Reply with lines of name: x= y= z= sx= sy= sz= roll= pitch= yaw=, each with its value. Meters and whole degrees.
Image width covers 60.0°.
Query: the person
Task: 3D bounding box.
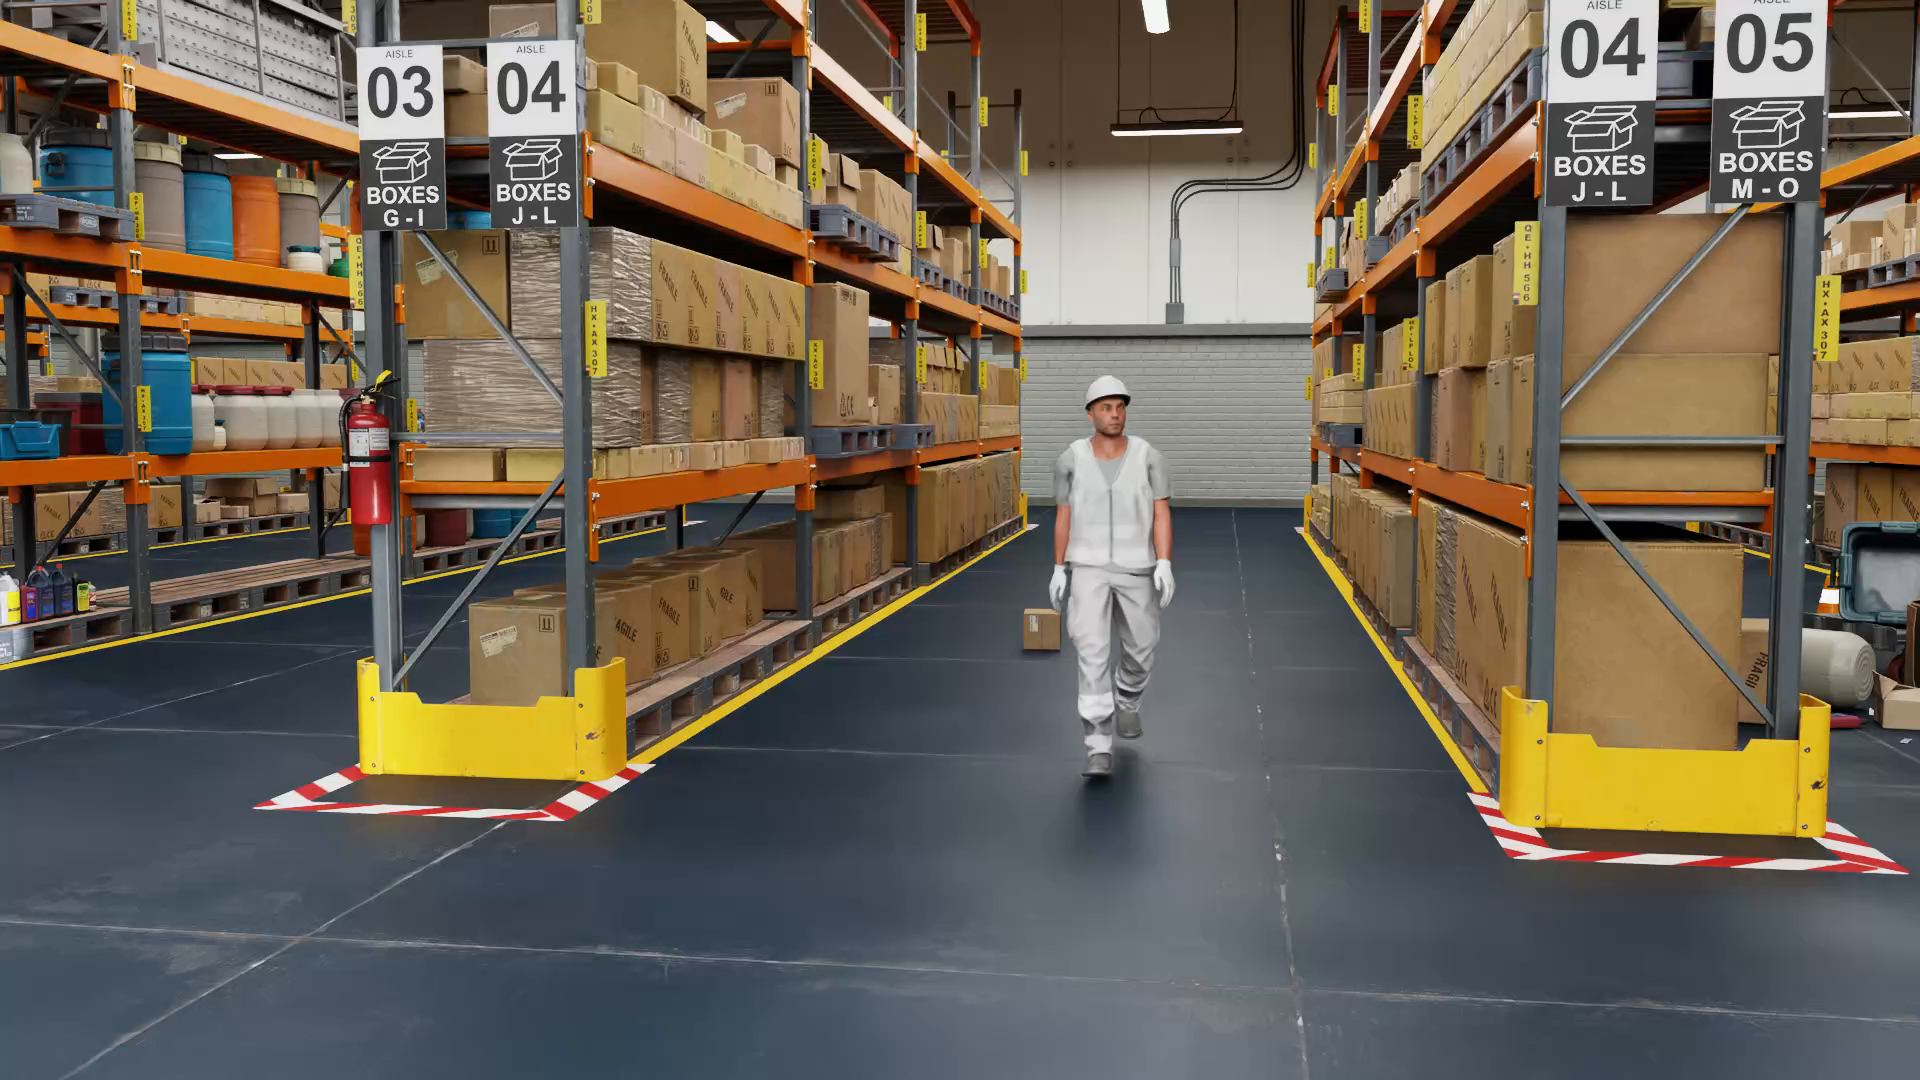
person: x=0.684 y=0.141 z=7.532 sx=0.555 sy=1.767 sz=0.912 roll=0 pitch=4 yaw=1
